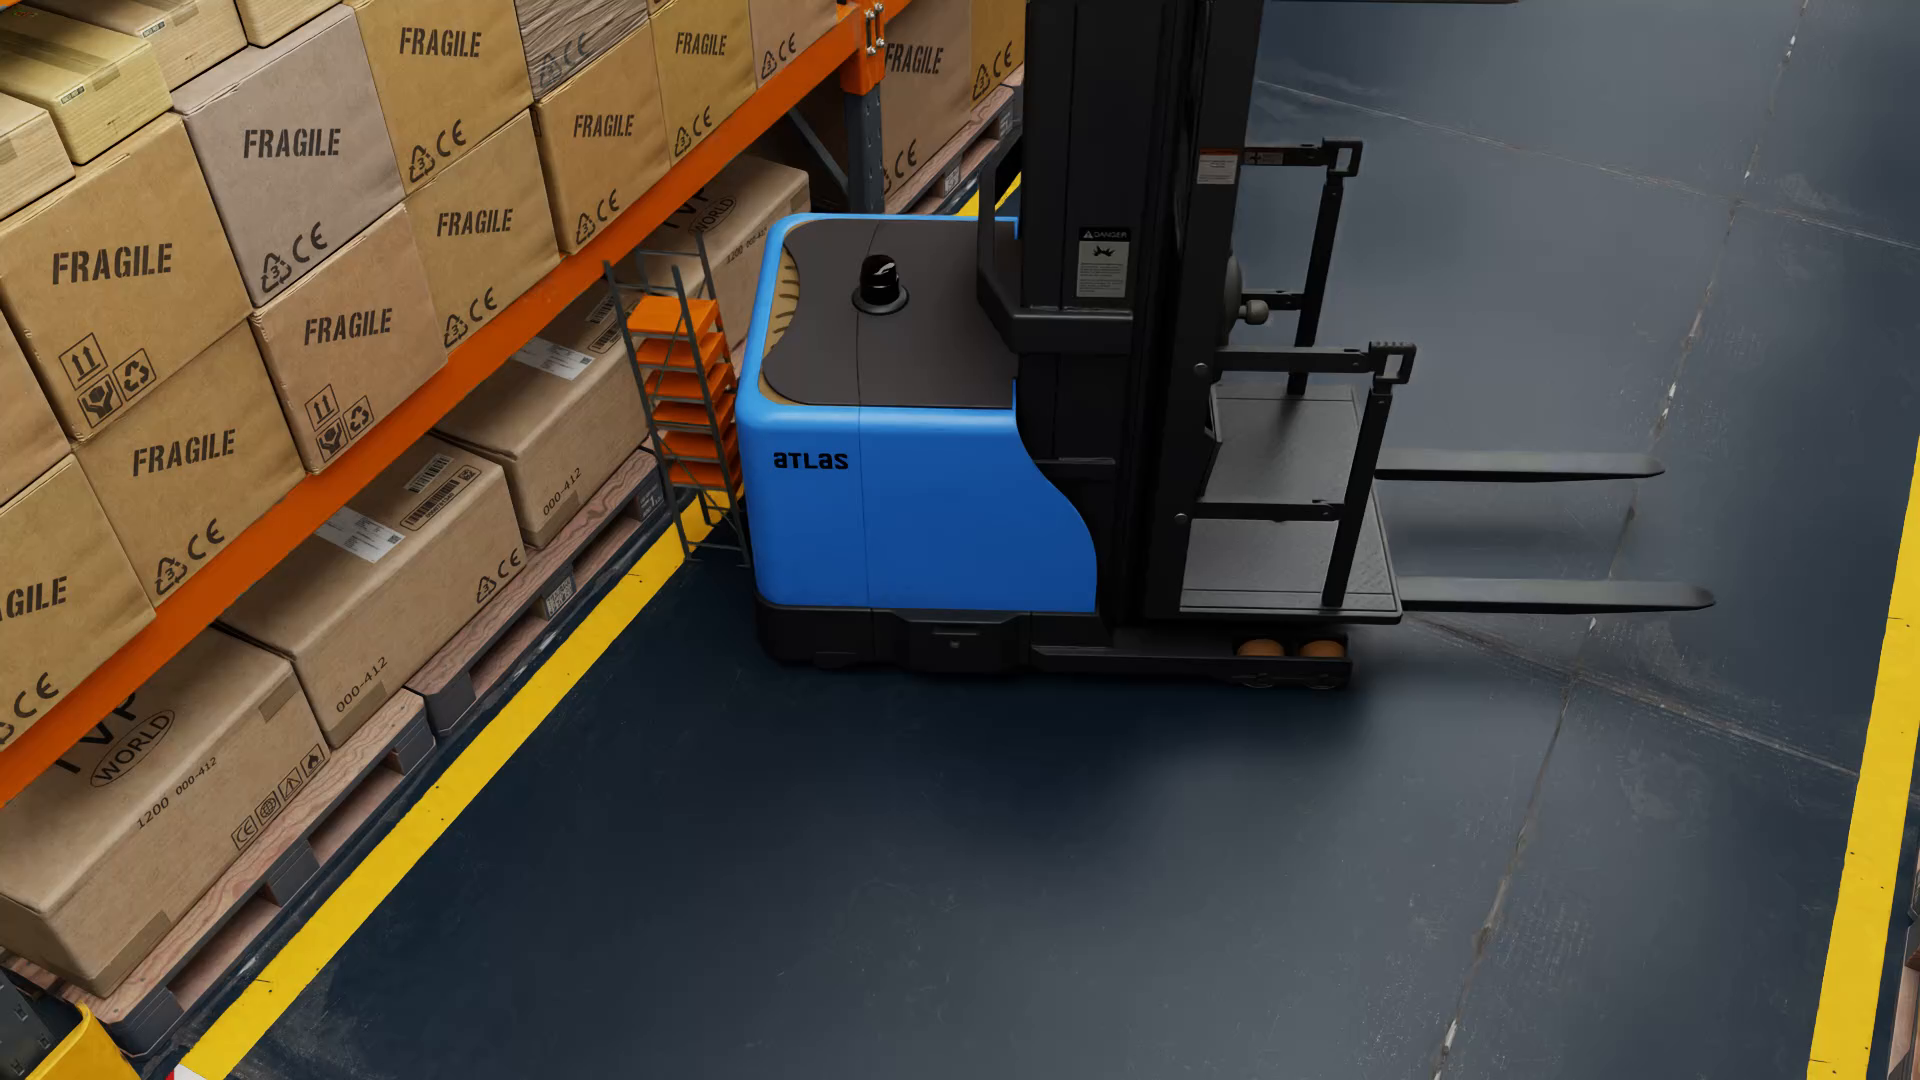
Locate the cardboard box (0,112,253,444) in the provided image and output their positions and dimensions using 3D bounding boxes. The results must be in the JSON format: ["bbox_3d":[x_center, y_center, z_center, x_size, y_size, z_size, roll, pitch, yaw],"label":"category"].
[{"bbox_3d":[-1.910,-0.604,3.465,0.500,0.500,0.500,19,48,18],"label":"cardboard box"}]

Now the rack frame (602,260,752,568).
[{"bbox_3d":[-0.875,-0.362,5.242,0.240,1.200,0.006,6,44,15],"label":"rack frame"}]

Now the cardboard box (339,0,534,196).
[{"bbox_3d":[-1.447,-1.246,4.099,0.500,0.500,0.500,21,49,19],"label":"cardboard box"}]

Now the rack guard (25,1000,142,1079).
[{"bbox_3d":[-2.630,1.212,4.200,1.175,0.500,0.348,20,49,19],"label":"rack guard"}]

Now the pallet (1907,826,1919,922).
[{"bbox_3d":[3.389,0.784,4.827,1.003,0.211,1.213,20,49,19],"label":"pallet"}]

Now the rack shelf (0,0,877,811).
[{"bbox_3d":[-1.690,-0.689,4.827,1.077,0.370,4.000,20,49,19],"label":"rack shelf"}]

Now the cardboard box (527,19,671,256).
[{"bbox_3d":[-1.205,-1.213,4.769,0.500,0.500,0.500,20,49,18],"label":"cardboard box"}]

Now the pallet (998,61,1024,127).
[{"bbox_3d":[0.095,-2.504,8.076,1.003,0.211,1.213,20,49,19],"label":"pallet"}]

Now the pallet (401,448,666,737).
[{"bbox_3d":[-1.749,0.003,5.598,1.003,0.211,1.213,20,49,19],"label":"pallet"}]

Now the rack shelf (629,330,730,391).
[{"bbox_3d":[-0.870,-0.568,5.175,0.258,0.103,0.180,6,44,15],"label":"rack shelf"}]

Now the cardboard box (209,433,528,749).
[{"bbox_3d":[-1.983,0.043,5.104,0.875,0.438,0.875,22,49,20],"label":"cardboard box"}]

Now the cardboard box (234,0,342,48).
[{"bbox_3d":[-1.593,-1.241,3.638,0.380,0.149,0.250,21,49,19],"label":"cardboard box"}]

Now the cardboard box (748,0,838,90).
[{"bbox_3d":[-0.750,-1.860,5.409,0.500,0.500,0.500,21,49,19],"label":"cardboard box"}]

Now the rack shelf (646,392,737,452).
[{"bbox_3d":[-0.847,-0.390,5.336,0.258,0.103,0.180,6,44,15],"label":"rack shelf"}]

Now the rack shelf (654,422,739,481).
[{"bbox_3d":[-0.836,-0.302,5.416,0.258,0.103,0.180,6,44,15],"label":"rack shelf"}]

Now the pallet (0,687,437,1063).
[{"bbox_3d":[-2.317,0.769,4.842,1.003,0.211,1.213,20,49,19],"label":"pallet"}]

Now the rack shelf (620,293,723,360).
[{"bbox_3d":[-0.881,-0.656,5.095,0.258,0.103,0.180,6,44,15],"label":"rack shelf"}]

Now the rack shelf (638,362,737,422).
[{"bbox_3d":[-0.859,-0.479,5.256,0.258,0.103,0.180,6,44,15],"label":"rack shelf"}]

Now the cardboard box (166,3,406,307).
[{"bbox_3d":[-1.678,-0.931,3.788,0.500,0.500,0.500,20,49,19],"label":"cardboard box"}]

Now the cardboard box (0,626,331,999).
[{"bbox_3d":[-2.401,0.623,4.532,0.875,0.438,0.875,19,48,18],"label":"cardboard box"}]

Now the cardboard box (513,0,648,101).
[{"bbox_3d":[-1.207,-1.559,4.408,0.500,0.500,0.500,21,49,20],"label":"cardboard box"}]

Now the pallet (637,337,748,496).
[{"bbox_3d":[-1.184,-0.768,6.361,1.003,0.211,1.213,20,49,19],"label":"pallet"}]

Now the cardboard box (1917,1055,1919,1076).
[{"bbox_3d":[2.512,1.216,3.939,0.380,0.149,0.250,21,49,19],"label":"cardboard box"}]

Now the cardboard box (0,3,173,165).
[{"bbox_3d":[-1.821,-0.915,3.316,0.380,0.149,0.250,19,48,18],"label":"cardboard box"}]

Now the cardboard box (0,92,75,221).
[{"bbox_3d":[-1.928,-0.743,3.146,0.380,0.149,0.250,22,49,20],"label":"cardboard box"}]

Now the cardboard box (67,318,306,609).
[{"bbox_3d":[-1.931,-0.252,3.820,0.500,0.500,0.500,20,49,19],"label":"cardboard box"}]

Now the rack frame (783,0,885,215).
[{"bbox_3d":[-0.762,-2.201,5.817,1.000,3.000,0.127,20,49,19],"label":"rack frame"}]

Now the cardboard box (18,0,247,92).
[{"bbox_3d":[-1.746,-1.098,3.496,0.380,0.149,0.250,21,49,19],"label":"cardboard box"}]

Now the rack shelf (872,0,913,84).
[{"bbox_3d":[0.167,-3.209,7.318,1.077,0.370,4.000,20,49,19],"label":"rack shelf"}]

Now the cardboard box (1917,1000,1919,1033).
[{"bbox_3d":[2.650,1.178,4.186,0.380,0.149,0.250,19,48,18],"label":"cardboard box"}]

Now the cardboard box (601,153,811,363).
[{"bbox_3d":[-1.148,-1.088,6.223,0.875,0.438,0.875,20,49,19],"label":"cardboard box"}]

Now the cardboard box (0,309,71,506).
[{"bbox_3d":[-2.143,-0.277,3.141,0.500,0.500,0.500,19,48,18],"label":"cardboard box"}]

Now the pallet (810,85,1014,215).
[{"bbox_3d":[-0.470,-1.732,7.314,1.003,0.211,1.213,20,49,19],"label":"pallet"}]

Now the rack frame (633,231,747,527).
[{"bbox_3d":[-0.828,-0.484,5.370,0.240,1.200,0.006,6,44,15],"label":"rack frame"}]

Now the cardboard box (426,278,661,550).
[{"bbox_3d":[-1.563,-0.524,5.665,0.875,0.438,0.875,19,48,18],"label":"cardboard box"}]

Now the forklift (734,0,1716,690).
[{"bbox_3d":[0.880,-0.943,4.621,3.031,2.935,1.130,1,45,1],"label":"forklift"}]

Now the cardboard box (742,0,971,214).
[{"bbox_3d":[-0.545,-2.019,6.835,0.875,0.875,0.875,22,49,20],"label":"cardboard box"}]

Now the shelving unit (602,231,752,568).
[{"bbox_3d":[-0.852,-0.423,5.306,0.258,1.200,0.189,6,44,15],"label":"shelving unit"}]

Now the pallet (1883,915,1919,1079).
[{"bbox_3d":[2.824,1.556,4.064,1.003,0.211,1.213,20,49,19],"label":"pallet"}]

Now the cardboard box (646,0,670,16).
[{"bbox_3d":[-0.979,-1.883,4.728,0.500,0.500,0.500,20,49,18],"label":"cardboard box"}]

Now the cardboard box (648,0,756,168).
[{"bbox_3d":[-0.984,-1.534,5.087,0.500,0.500,0.500,19,48,18],"label":"cardboard box"}]

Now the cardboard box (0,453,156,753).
[{"bbox_3d":[-2.141,0.076,3.496,0.500,0.500,0.500,20,49,19],"label":"cardboard box"}]

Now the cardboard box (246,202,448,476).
[{"bbox_3d":[-1.679,-0.567,4.131,0.500,0.500,0.500,20,49,19],"label":"cardboard box"}]

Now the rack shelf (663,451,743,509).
[{"bbox_3d":[-0.825,-0.213,5.496,0.258,0.103,0.180,6,44,15],"label":"rack shelf"}]

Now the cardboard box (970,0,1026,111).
[{"bbox_3d":[-0.132,-2.591,7.400,0.875,0.875,0.875,22,49,20],"label":"cardboard box"}]

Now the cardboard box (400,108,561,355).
[{"bbox_3d":[-1.461,-0.888,4.448,0.500,0.500,0.500,22,49,20],"label":"cardboard box"}]
